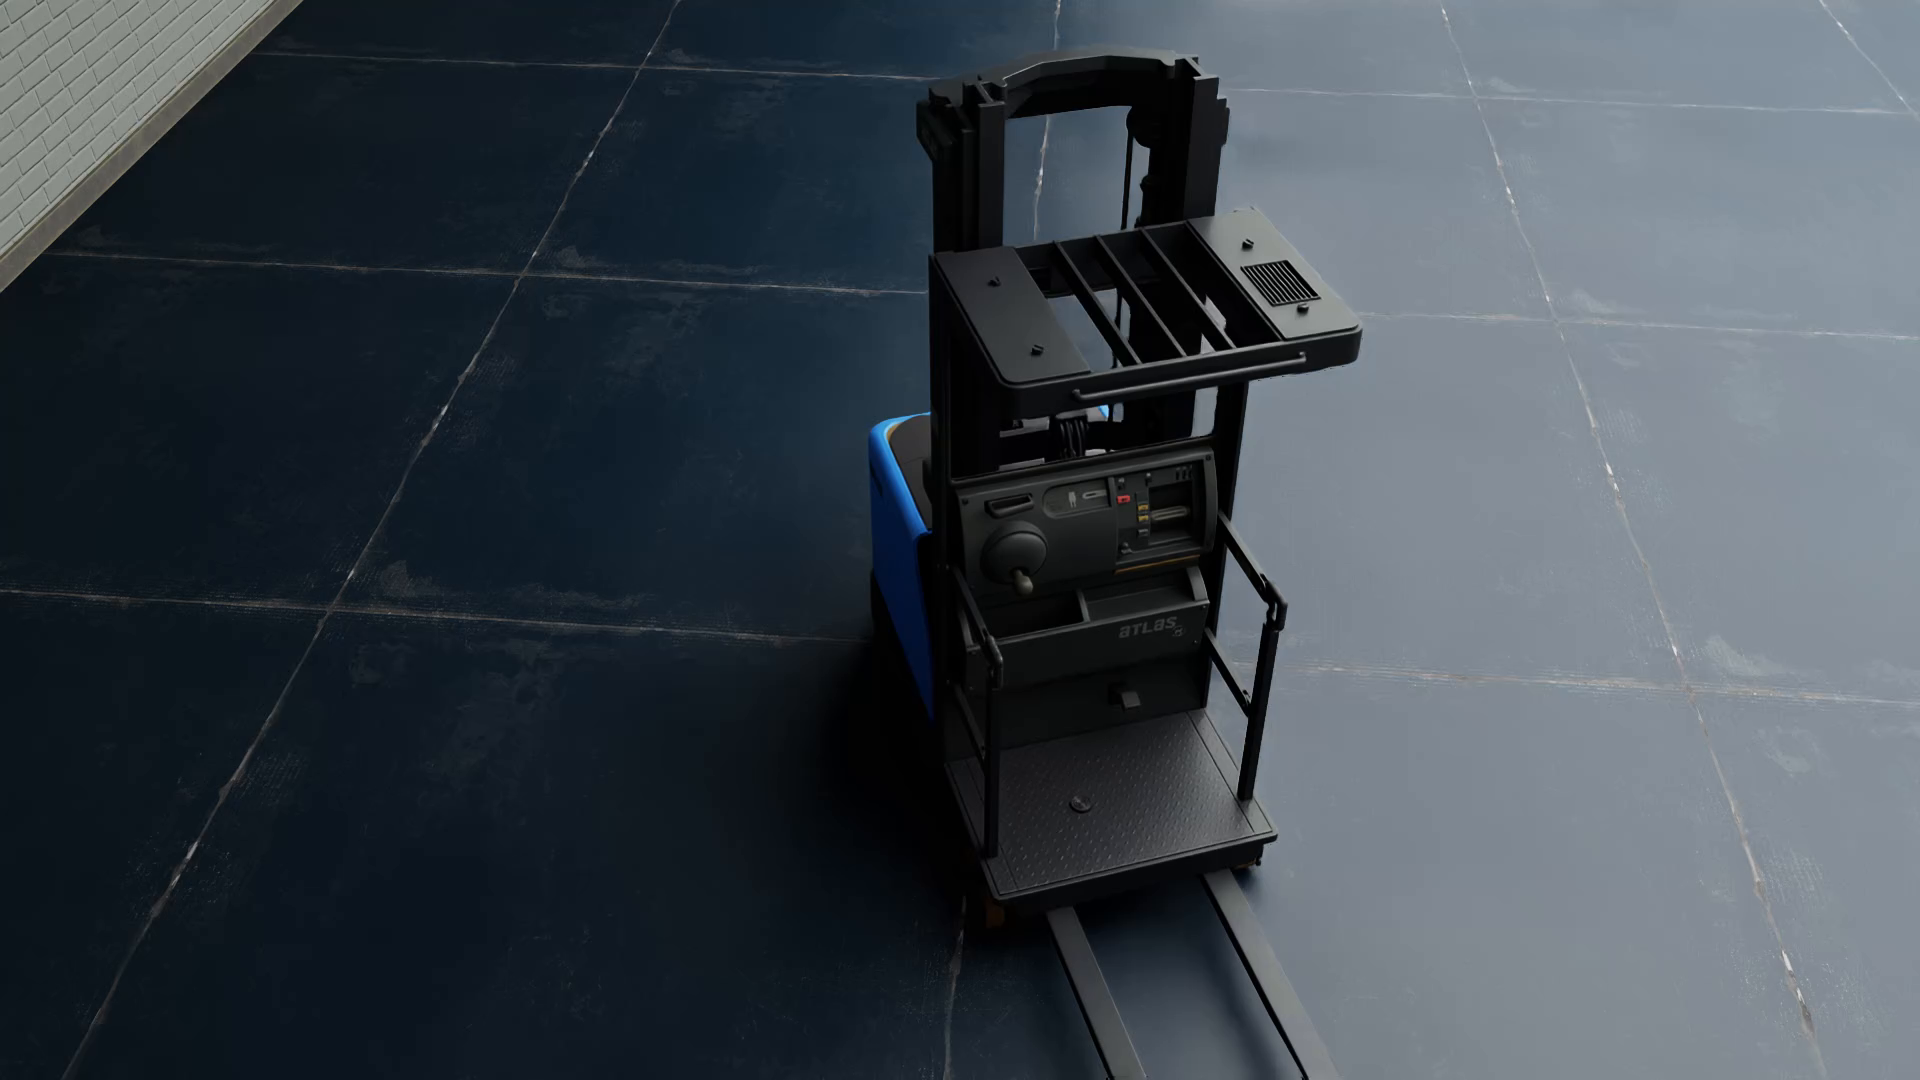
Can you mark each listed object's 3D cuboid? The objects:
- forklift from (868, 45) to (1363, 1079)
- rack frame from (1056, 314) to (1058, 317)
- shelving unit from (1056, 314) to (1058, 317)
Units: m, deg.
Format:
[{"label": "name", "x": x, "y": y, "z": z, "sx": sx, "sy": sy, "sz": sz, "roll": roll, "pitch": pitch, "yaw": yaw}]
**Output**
[{"label": "forklift", "x": 0.510, "y": 0.017, "z": 5.578, "sx": 1.130, "sy": 2.935, "sz": 3.031, "roll": -10, "pitch": 40, "yaw": -13}, {"label": "rack frame", "x": 0.408, "y": -0.443, "z": 7.514, "sx": 0.015, "sy": 1.200, "sz": 0.240, "roll": 3, "pitch": 39, "yaw": 4}, {"label": "shelving unit", "x": 0.165, "y": -0.456, "z": 7.531, "sx": 0.503, "sy": 1.200, "sz": 0.258, "roll": 3, "pitch": 39, "yaw": 4}]
